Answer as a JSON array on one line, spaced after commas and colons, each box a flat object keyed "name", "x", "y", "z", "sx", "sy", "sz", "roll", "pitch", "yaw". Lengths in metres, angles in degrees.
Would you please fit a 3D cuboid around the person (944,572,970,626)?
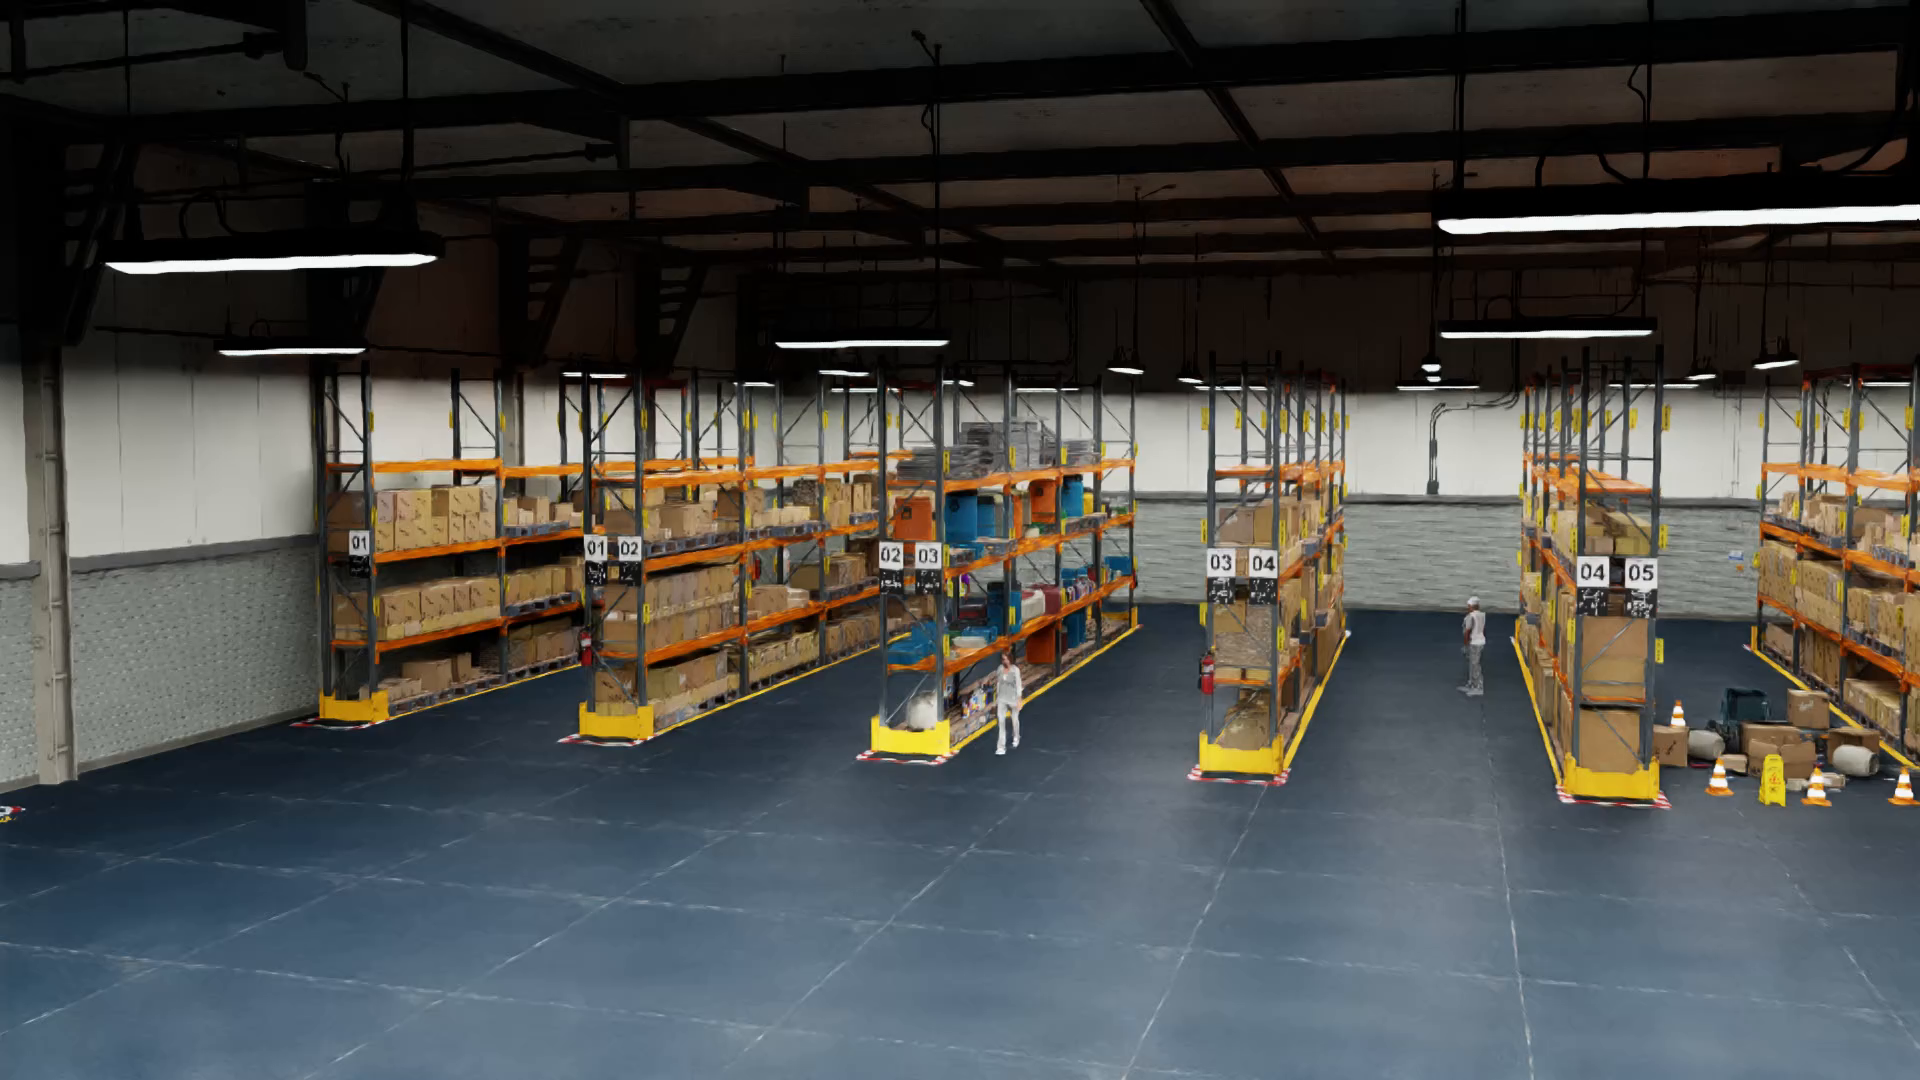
[{"name": "person", "x": -0.112, "y": 1.328, "z": 39.573, "sx": 0.719, "sy": 1.714, "sz": 0.578, "roll": 1, "pitch": 4, "yaw": 14}]

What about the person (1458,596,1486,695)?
[{"name": "person", "x": 9.395, "y": 1.917, "z": 30.506, "sx": 0.594, "sy": 1.782, "sz": 0.678, "roll": 3, "pitch": 5, "yaw": 39}]

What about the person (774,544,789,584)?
[{"name": "person", "x": -5.111, "y": 0.798, "z": 47.092, "sx": 0.551, "sy": 1.673, "sz": 0.463, "roll": -2, "pitch": 5, "yaw": -28}]

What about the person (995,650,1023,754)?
[{"name": "person", "x": 0.754, "y": 2.427, "z": 25.158, "sx": 0.430, "sy": 1.539, "sz": 0.949, "roll": 1, "pitch": 4, "yaw": 14}]
